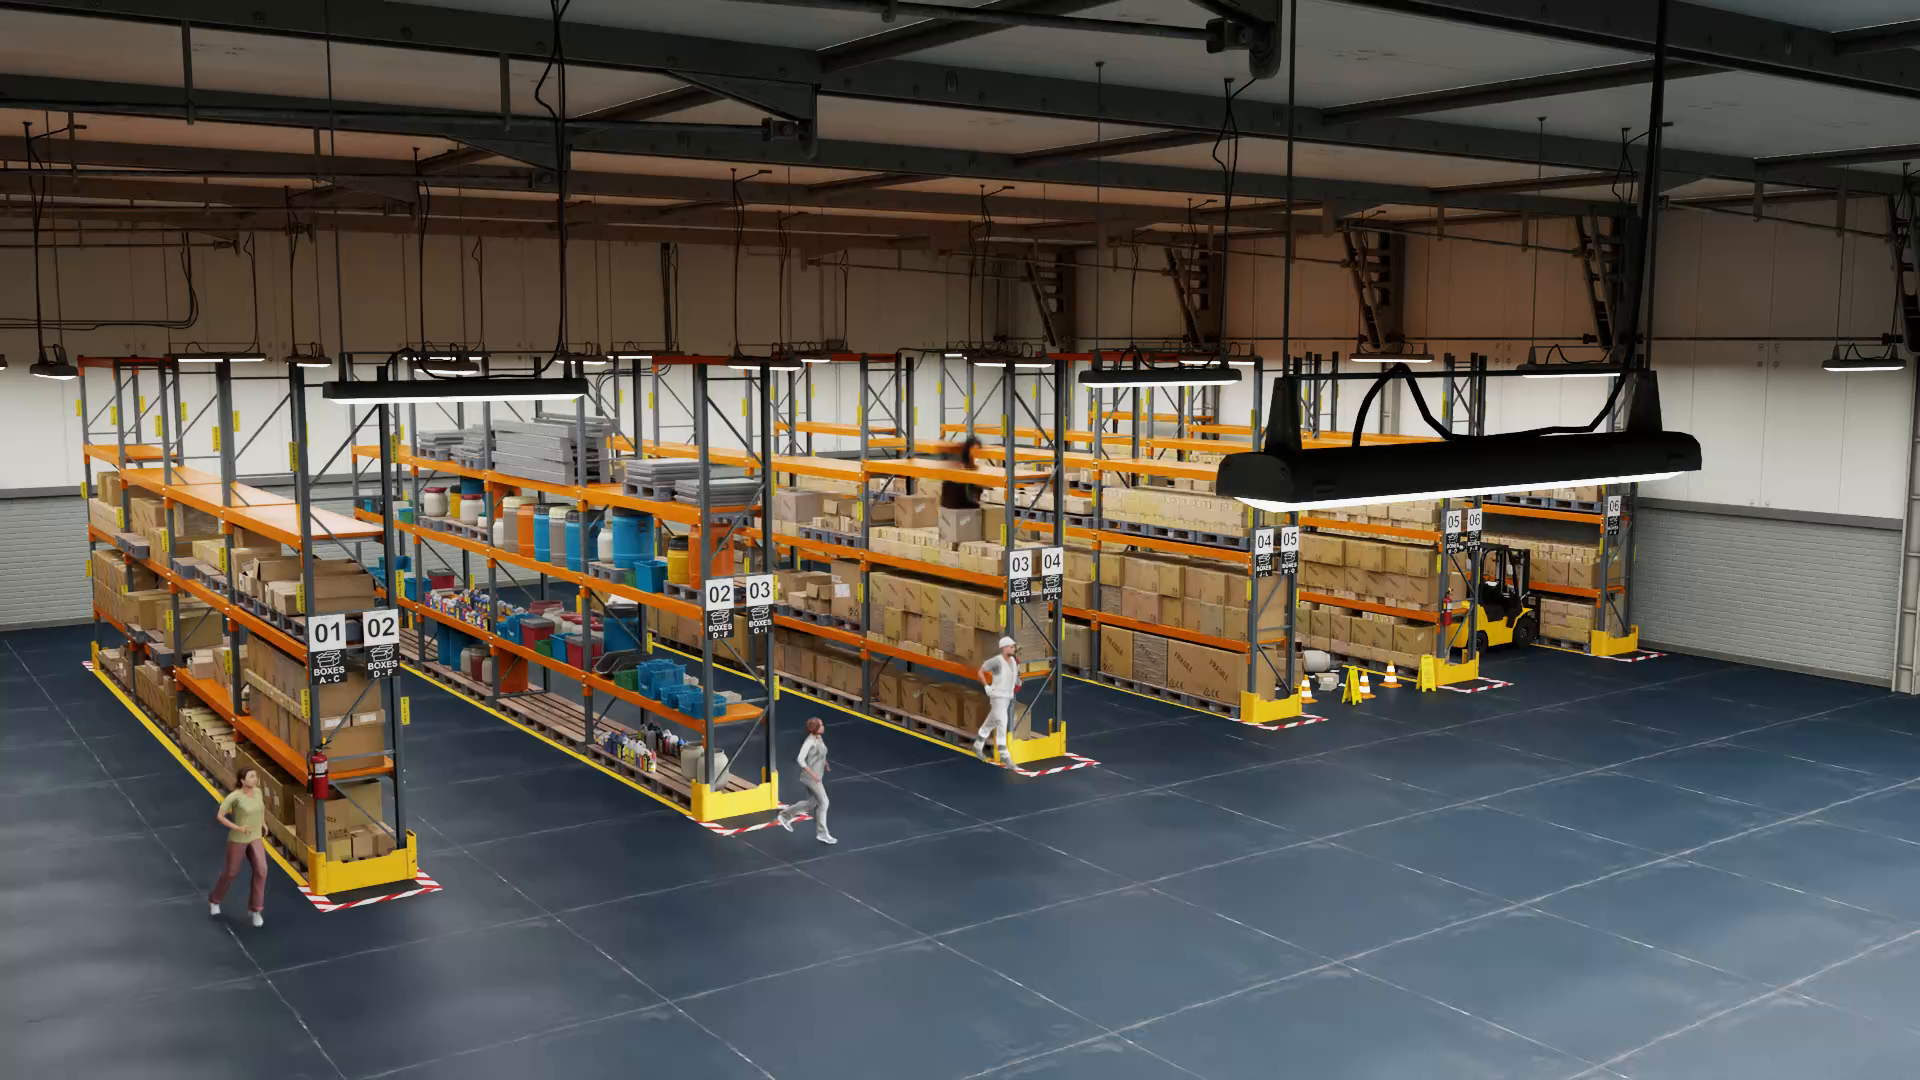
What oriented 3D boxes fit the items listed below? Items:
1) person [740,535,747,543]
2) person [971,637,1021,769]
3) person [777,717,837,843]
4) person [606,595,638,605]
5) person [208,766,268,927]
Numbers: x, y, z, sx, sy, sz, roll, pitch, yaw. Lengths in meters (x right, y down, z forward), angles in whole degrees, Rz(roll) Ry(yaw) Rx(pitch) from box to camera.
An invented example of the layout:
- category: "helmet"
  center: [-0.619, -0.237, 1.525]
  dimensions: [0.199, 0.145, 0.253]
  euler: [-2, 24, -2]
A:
- category: "person"
  center: [-5.320, 0.595, 40.590]
  dimensions: [0.688, 1.667, 0.511]
  euler: [2, 7, 17]
- category: "person"
  center: [0.599, 2.284, 23.841]
  dimensions: [0.874, 1.803, 0.687]
  euler: [5, 8, 35]
- category: "person"
  center: [-1.926, 3.012, 20.935]
  dimensions: [0.770, 1.604, 0.551]
  euler: [0, 7, 3]
- category: "person"
  center: [-6.434, 1.613, 31.842]
  dimensions: [0.708, 1.746, 0.714]
  euler: [-6, 9, -38]
- category: "person"
  center: [-7.814, 3.308, 18.213]
  dimensions: [0.851, 1.682, 0.644]
  euler: [5, 9, 37]
